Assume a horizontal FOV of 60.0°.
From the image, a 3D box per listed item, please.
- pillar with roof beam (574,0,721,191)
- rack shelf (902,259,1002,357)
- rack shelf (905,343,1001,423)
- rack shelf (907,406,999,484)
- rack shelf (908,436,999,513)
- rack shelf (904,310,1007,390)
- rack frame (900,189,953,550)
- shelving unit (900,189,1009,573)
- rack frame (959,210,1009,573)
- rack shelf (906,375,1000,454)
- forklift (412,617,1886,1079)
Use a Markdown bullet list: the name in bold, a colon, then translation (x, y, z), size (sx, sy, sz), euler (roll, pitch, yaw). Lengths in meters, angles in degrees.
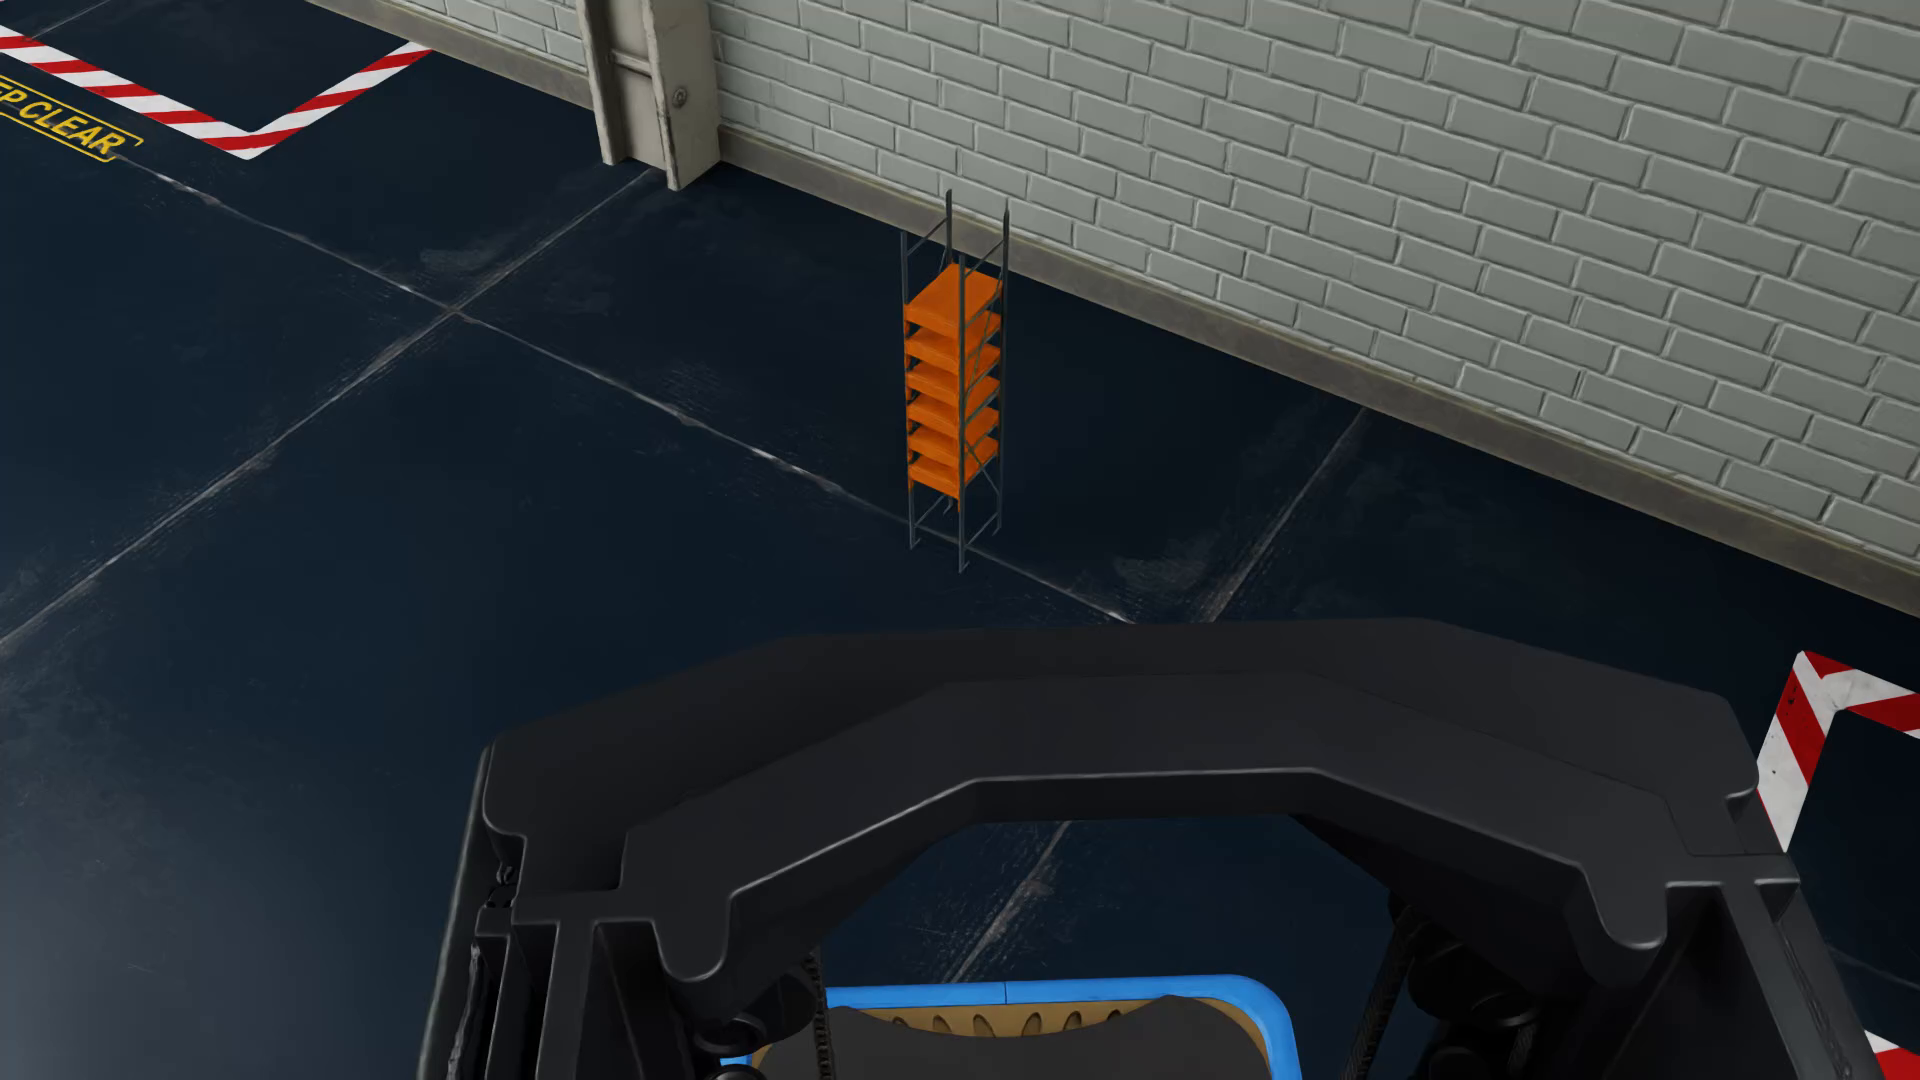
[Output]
- **pillar with roof beam**: translation (-3.526, -2.087, 1.003), size (0.400, 9.000, 9.100), euler (25, 51, 22)
- **rack shelf**: translation (-0.012, -0.644, 4.599), size (0.180, 0.103, 0.258), euler (25, 51, 22)
- **rack shelf**: translation (-0.012, -0.476, 4.771), size (0.180, 0.103, 0.258), euler (25, 51, 22)
- **rack shelf**: translation (-0.012, -0.309, 4.943), size (0.180, 0.103, 0.258), euler (25, 51, 22)
- **rack shelf**: translation (-0.012, -0.226, 5.029), size (0.180, 0.103, 0.258), euler (25, 51, 22)
- **rack shelf**: translation (-0.012, -0.560, 4.685), size (0.180, 0.103, 0.258), euler (25, 51, 22)
- **rack frame**: translation (-0.089, -0.459, 4.860), size (0.006, 1.200, 0.240), euler (25, 51, 22)
- **shelving unit**: translation (-0.012, -0.424, 4.825), size (0.189, 1.200, 0.258), euler (25, 51, 22)
- **rack frame**: translation (0.065, -0.388, 4.791), size (0.006, 1.200, 0.240), euler (25, 51, 22)
- **rack shelf**: translation (-0.012, -0.393, 4.857), size (0.180, 0.103, 0.258), euler (25, 51, 22)
- **forklift**: translation (0.135, 1.580, 1.671), size (1.130, 2.935, 3.031), euler (-2, 46, -1)
